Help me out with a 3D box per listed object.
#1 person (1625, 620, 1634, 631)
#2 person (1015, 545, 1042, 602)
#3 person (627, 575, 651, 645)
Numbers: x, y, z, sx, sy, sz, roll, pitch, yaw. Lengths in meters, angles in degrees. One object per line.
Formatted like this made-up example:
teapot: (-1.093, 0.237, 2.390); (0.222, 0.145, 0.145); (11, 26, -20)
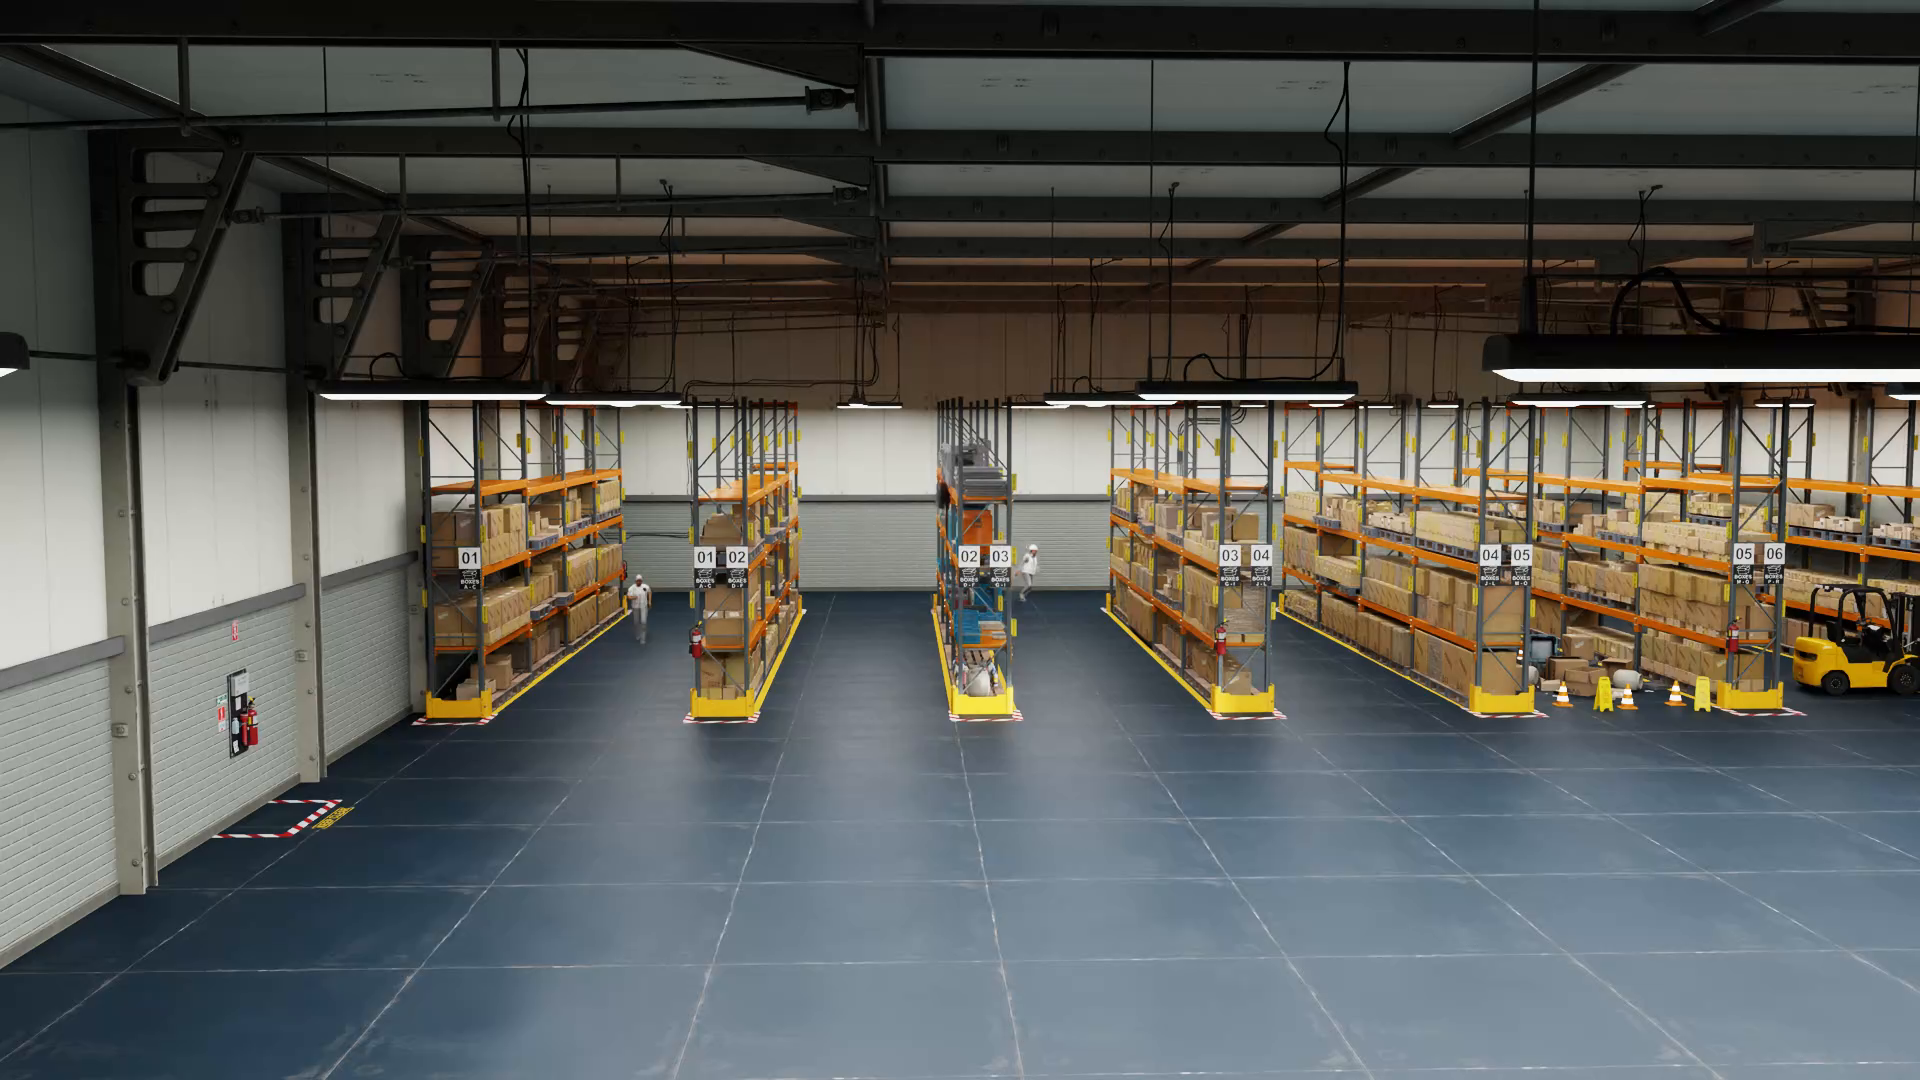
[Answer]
person: (17.563, 1.589, 43.659); (0.692, 1.548, 0.848); (-3, 5, -35)
person: (2.061, 1.003, 50.017); (0.634, 1.731, 0.682); (4, 6, 39)
person: (-7.935, 1.706, 41.163); (0.563, 1.712, 0.855); (0, 4, -5)
